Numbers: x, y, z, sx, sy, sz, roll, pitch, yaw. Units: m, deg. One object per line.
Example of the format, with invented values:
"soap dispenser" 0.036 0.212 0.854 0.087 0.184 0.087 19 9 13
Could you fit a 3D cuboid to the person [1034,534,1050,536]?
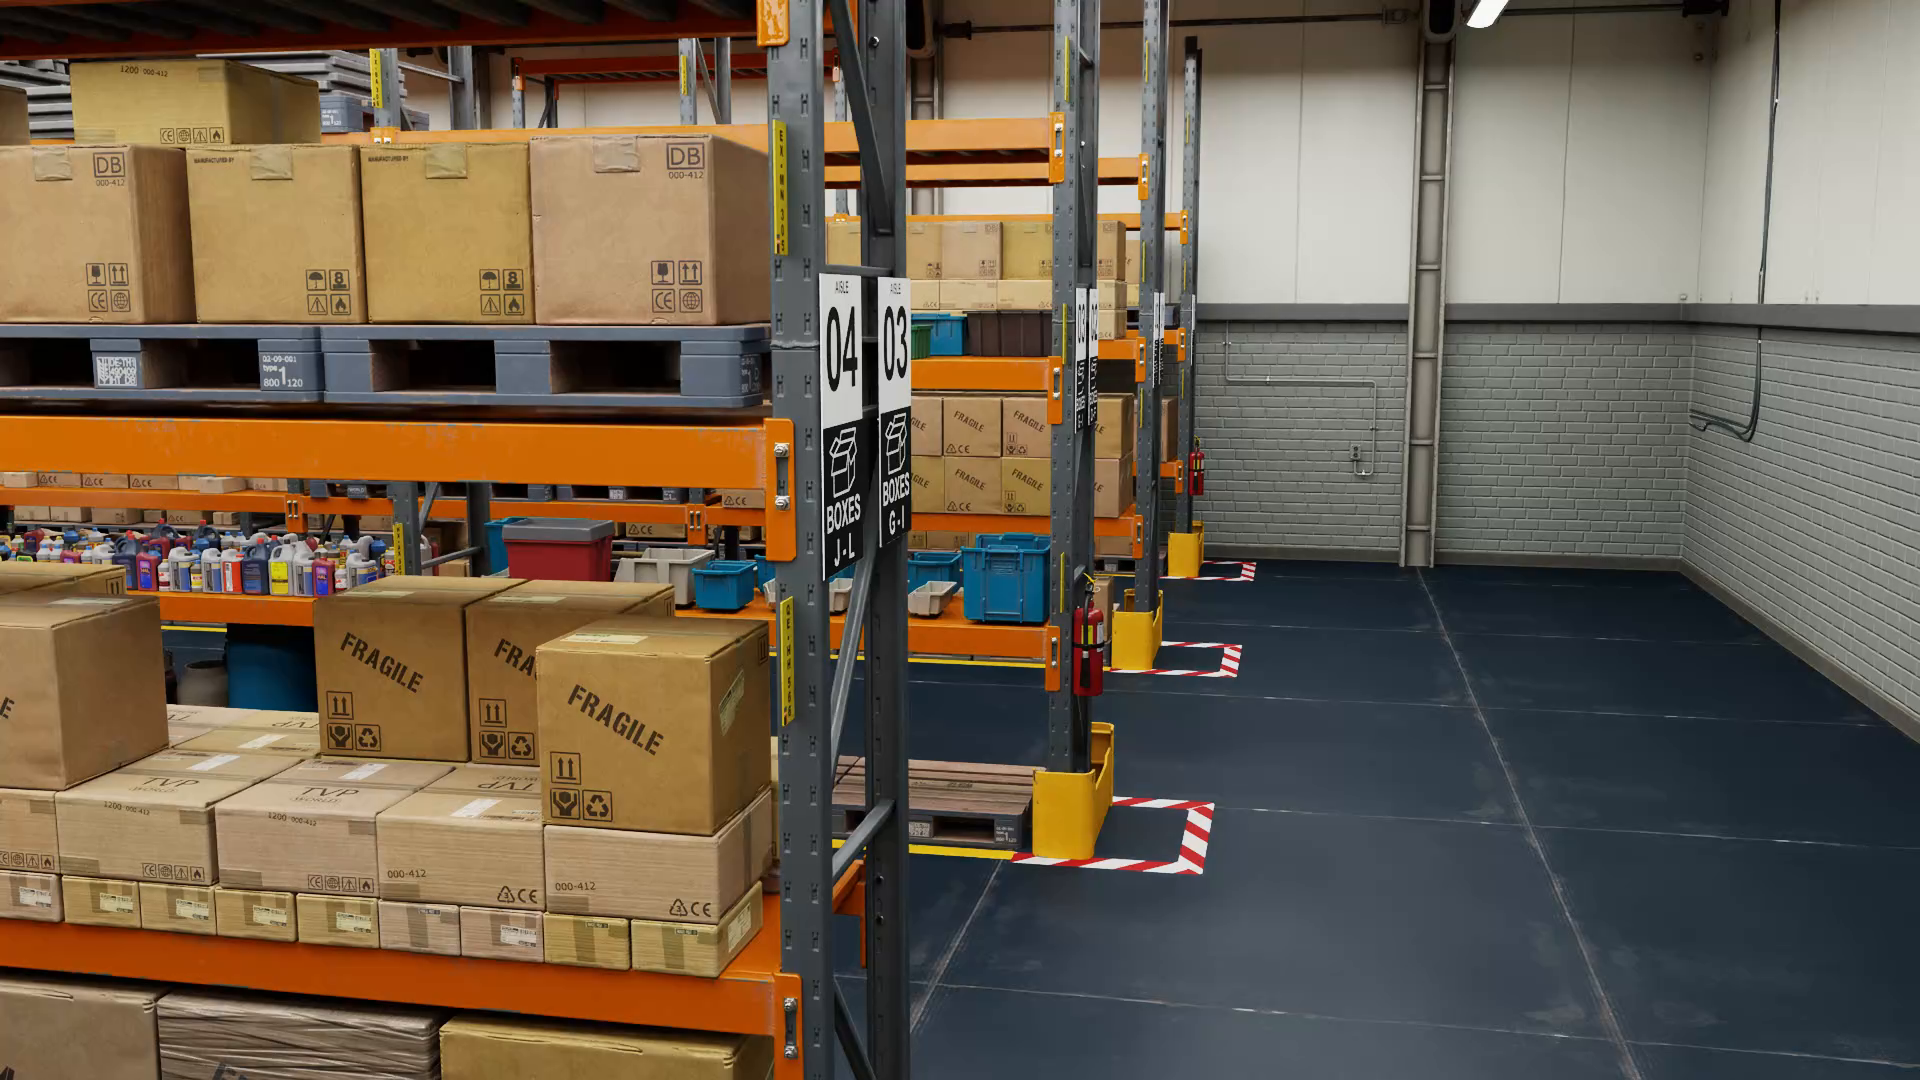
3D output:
"person" 0.773 0.017 16.488 0.440 1.471 0.522 7 11 40
